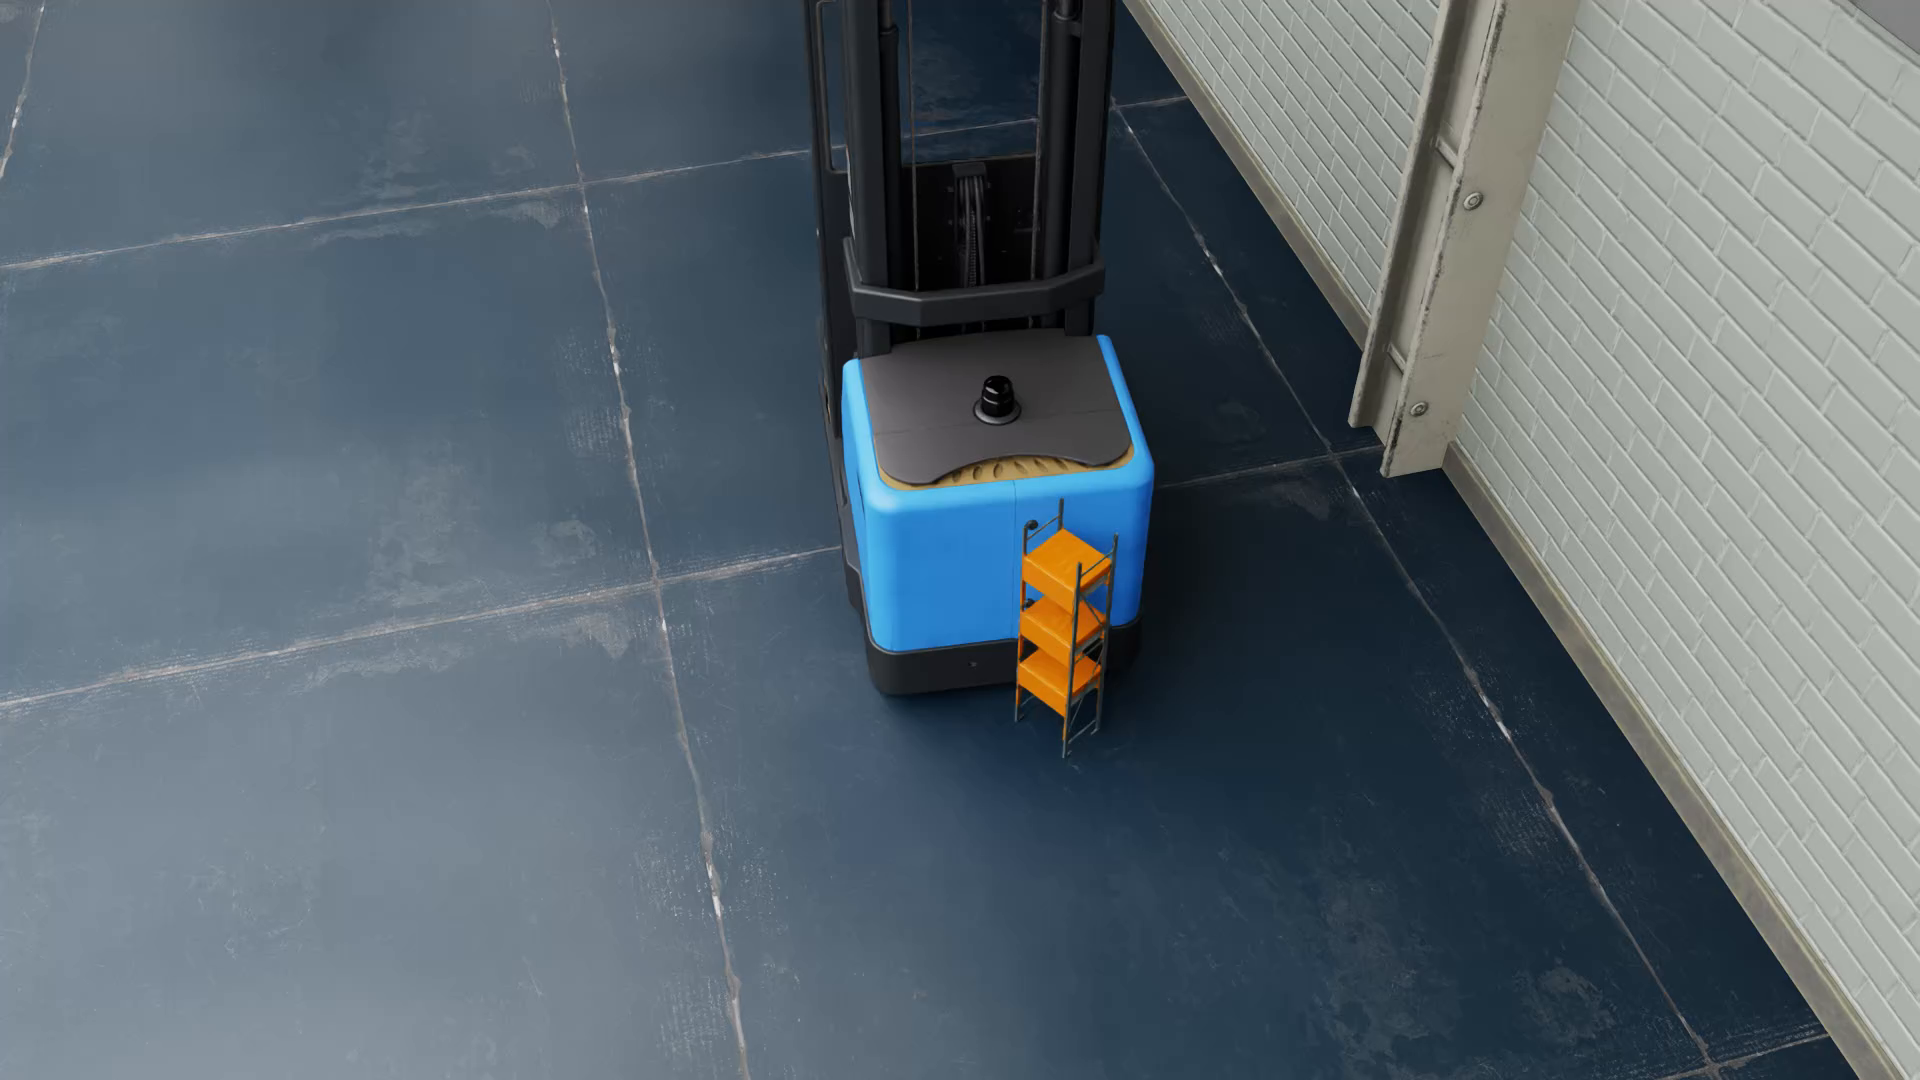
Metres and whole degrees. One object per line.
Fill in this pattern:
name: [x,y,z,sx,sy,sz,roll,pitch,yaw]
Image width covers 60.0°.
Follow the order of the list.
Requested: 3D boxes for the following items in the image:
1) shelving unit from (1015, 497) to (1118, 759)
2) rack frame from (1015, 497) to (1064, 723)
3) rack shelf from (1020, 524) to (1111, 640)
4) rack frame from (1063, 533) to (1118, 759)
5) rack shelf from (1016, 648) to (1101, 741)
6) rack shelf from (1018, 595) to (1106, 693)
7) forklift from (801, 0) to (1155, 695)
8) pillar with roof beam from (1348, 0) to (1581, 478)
shelving unit: [0.369,0.335,5.937,0.252,1.050,0.215,35,55,29]
rack frame: [0.282,0.274,5.997,0.008,1.050,0.200,35,55,29]
rack shelf: [0.369,0.144,5.742,0.240,0.259,0.215,35,55,29]
rack frame: [0.456,0.396,5.877,0.008,1.050,0.200,35,55,29]
rack shelf: [0.369,0.537,6.143,0.240,0.259,0.215,35,55,29]
rack shelf: [0.369,0.343,5.944,0.240,0.259,0.215,35,55,29]
forklift: [-0.040,-1.501,6.419,1.130,2.935,3.031,-6,46,-6]
pillar with roof beam: [-2.208,-2.798,3.443,9.100,9.000,0.400,-11,47,-10]
